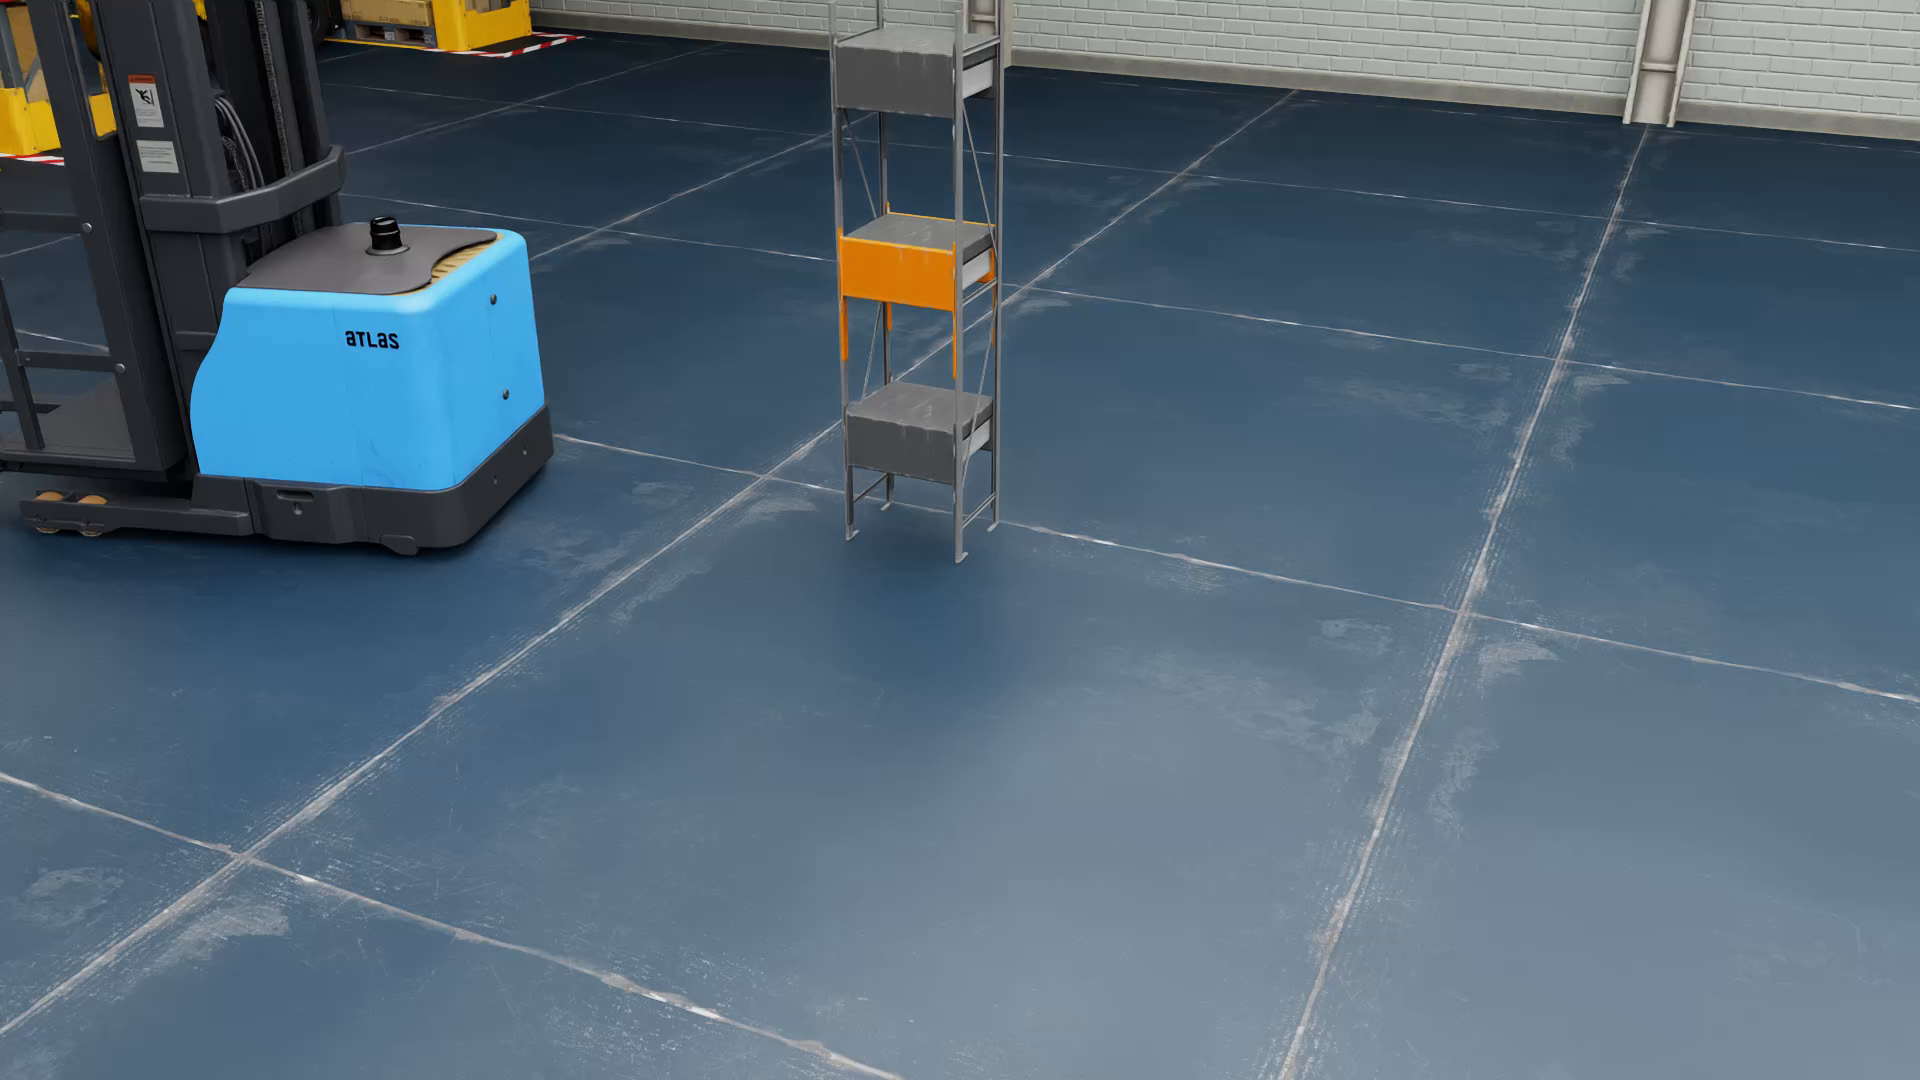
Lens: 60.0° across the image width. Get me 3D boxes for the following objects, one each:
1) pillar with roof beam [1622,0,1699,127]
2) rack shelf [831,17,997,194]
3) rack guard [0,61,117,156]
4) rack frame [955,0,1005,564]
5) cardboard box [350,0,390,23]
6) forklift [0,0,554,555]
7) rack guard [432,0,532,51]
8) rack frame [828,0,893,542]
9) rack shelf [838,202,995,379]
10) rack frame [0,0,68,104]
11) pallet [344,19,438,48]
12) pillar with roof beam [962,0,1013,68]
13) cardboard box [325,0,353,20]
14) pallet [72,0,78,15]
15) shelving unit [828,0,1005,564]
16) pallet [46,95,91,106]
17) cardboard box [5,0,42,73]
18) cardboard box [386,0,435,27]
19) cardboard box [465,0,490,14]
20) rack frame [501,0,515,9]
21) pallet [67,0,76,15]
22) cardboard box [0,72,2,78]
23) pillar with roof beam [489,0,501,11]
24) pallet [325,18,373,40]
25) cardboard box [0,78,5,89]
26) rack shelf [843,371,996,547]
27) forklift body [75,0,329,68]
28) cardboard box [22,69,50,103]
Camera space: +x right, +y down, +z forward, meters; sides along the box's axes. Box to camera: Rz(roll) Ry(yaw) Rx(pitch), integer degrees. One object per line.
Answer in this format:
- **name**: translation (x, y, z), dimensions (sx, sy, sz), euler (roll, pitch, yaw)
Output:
- **pillar with roof beam**: translation (3.942, -5.782, 8.307), dimensions (0.400, 9.000, 9.100), euler (11, 28, 22)
- **rack shelf**: translation (-0.151, -1.588, 6.045), dimensions (0.480, 0.518, 0.431), euler (11, 28, 22)
- **rack guard**: translation (-7.060, -3.422, 13.135), dimensions (0.348, 0.500, 1.175), euler (11, 28, 22)
- **rack frame**: translation (0.071, -0.928, 6.257), dimensions (0.015, 2.100, 0.400), euler (11, 28, 22)
- **cardboard box**: translation (-5.947, -5.535, 17.233), dimensions (0.500, 0.250, 0.500), euler (11, 28, 22)
- **forklift**: translation (-3.363, -1.552, 6.584), dimensions (3.031, 2.935, 1.130), euler (4, 27, 9)
- **rack guard**: translation (-4.917, -5.401, 17.153), dimensions (0.348, 0.500, 1.175), euler (11, 28, 22)
- **rack frame**: translation (-0.373, -1.017, 6.438), dimensions (0.015, 2.100, 0.400), euler (11, 28, 22)
- **rack shelf**: translation (-0.151, -0.960, 6.354), dimensions (0.480, 0.518, 0.431), euler (11, 28, 22)
- **rack frame**: translation (-6.991, -4.530, 12.555), dimensions (0.127, 3.000, 1.000), euler (11, 28, 22)
- **pallet**: translation (-5.653, -5.398, 17.476), dimensions (1.213, 0.211, 1.003), euler (11, 28, 22)
- **pillar with roof beam**: translation (-1.520, -6.880, 10.535), dimensions (0.400, 9.000, 9.100), euler (11, 28, 22)
- **cardboard box**: translation (-6.398, -5.630, 17.427), dimensions (0.500, 0.250, 0.500), euler (12, 29, 22)
- **pallet**: translation (-9.267, -6.126, 18.953), dimensions (1.213, 0.211, 1.003), euler (11, 28, 22)
- **shelving unit**: translation (-0.151, -0.972, 6.348), dimensions (0.503, 2.100, 0.431), euler (11, 28, 22)
- **pallet**: translation (-7.785, -3.455, 13.529), dimensions (1.213, 0.211, 1.003), euler (11, 28, 22)
- **cardboard box**: translation (-7.632, -4.084, 13.437), dimensions (0.500, 0.500, 0.500), euler (10, 28, 20)
- **cardboard box**: translation (-5.498, -5.440, 17.041), dimensions (0.500, 0.250, 0.500), euler (12, 28, 22)
- **cardboard box**: translation (-5.305, -5.650, 17.467), dimensions (0.500, 0.250, 0.500), euler (11, 28, 22)
- **rack frame**: translation (-4.939, -6.526, 16.610), dimensions (0.127, 3.000, 1.000), euler (11, 28, 22)
- **pallet**: translation (-10.382, -6.348, 19.405), dimensions (1.213, 0.211, 1.003), euler (11, 28, 22)
- **cardboard box**: translation (-7.828, -3.863, 12.988), dimensions (0.500, 0.500, 0.500), euler (12, 28, 22)
- **pillar with roof beam**: translation (-6.982, -7.977, 12.764), dimensions (0.400, 9.000, 9.100), euler (11, 28, 22)
- **pallet**: translation (-6.759, -5.622, 17.930), dimensions (1.213, 0.211, 1.003), euler (11, 28, 22)
- **cardboard box**: translation (-7.860, -3.529, 13.159), dimensions (0.500, 0.250, 0.500), euler (11, 28, 22)
- **rack shelf**: translation (-0.151, -0.332, 6.663), dimensions (0.480, 0.518, 0.431), euler (11, 28, 22)
- **forklift body**: translation (-7.421, -5.759, 16.012), dimensions (1.214, 2.155, 2.313), euler (11, 28, 22)
- **cardboard box**: translation (-7.610, -3.743, 13.595), dimensions (0.500, 0.250, 0.500), euler (11, 28, 21)
